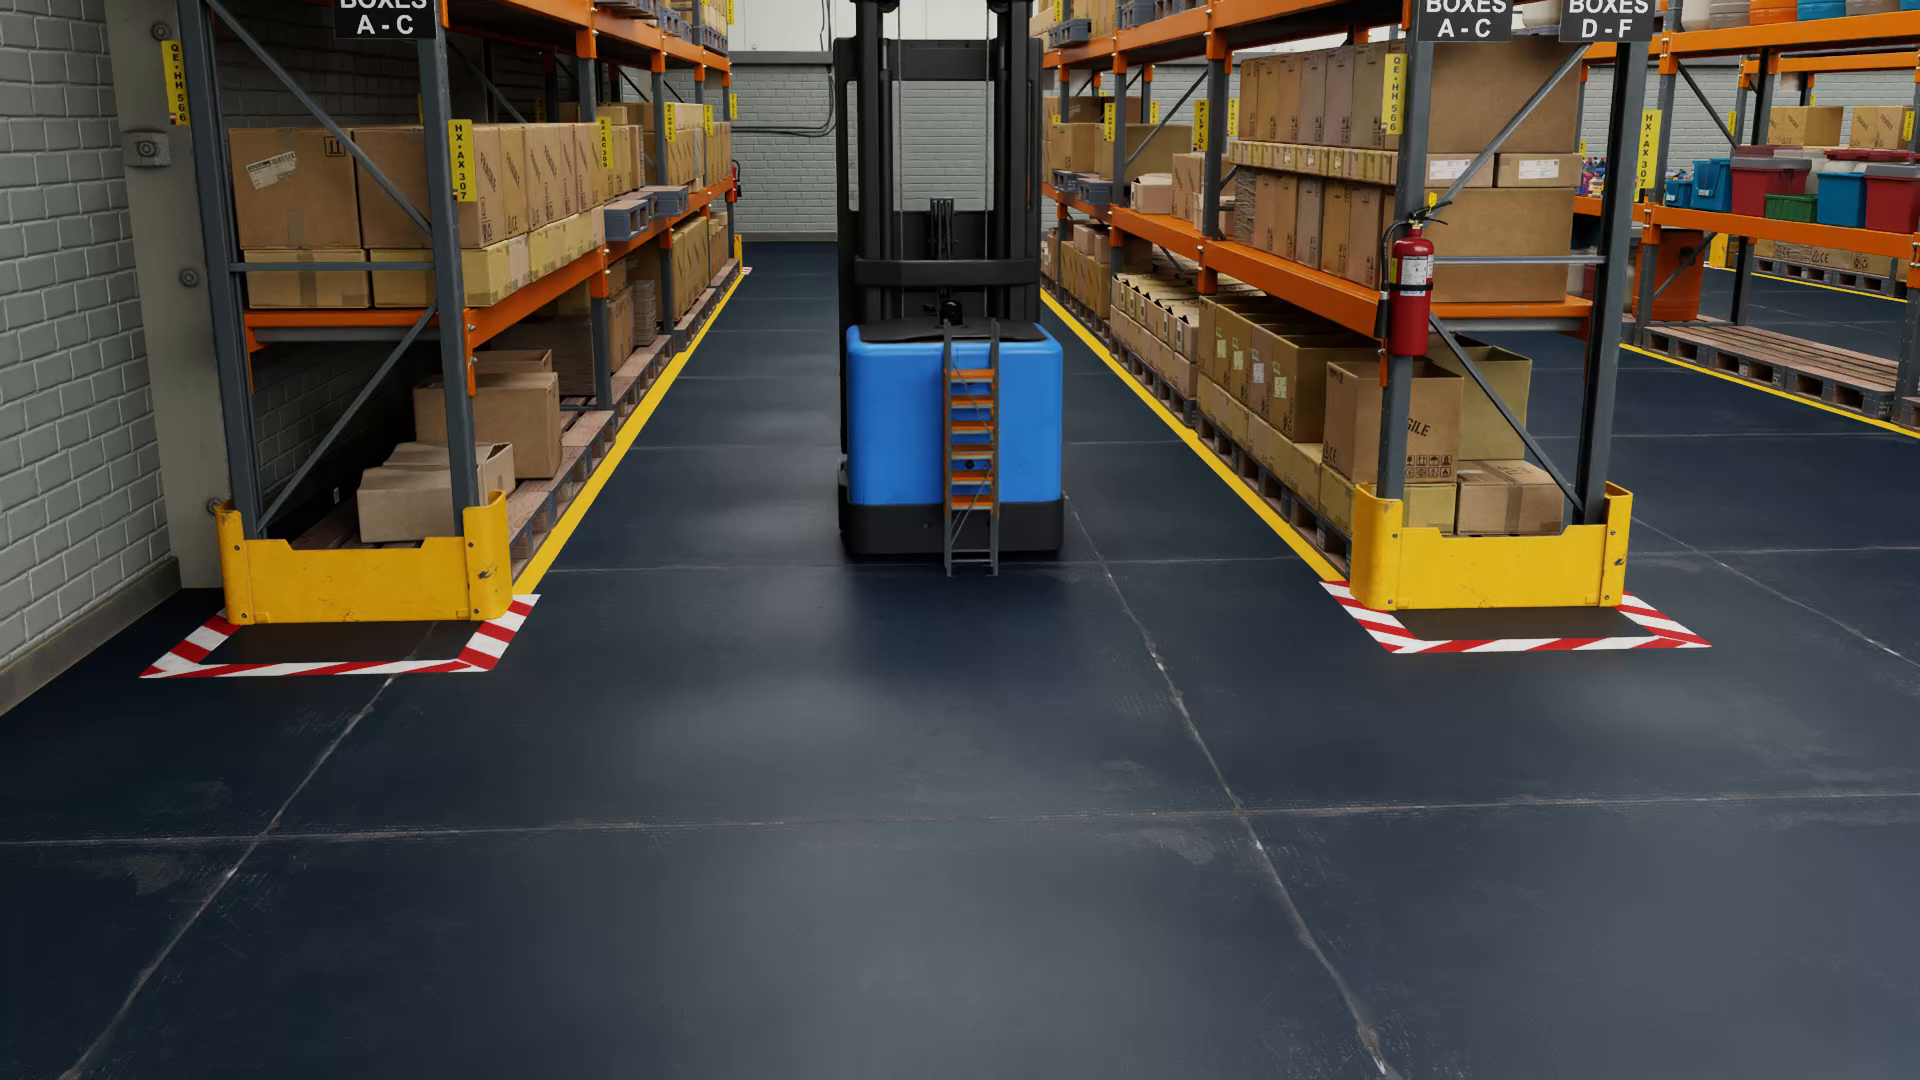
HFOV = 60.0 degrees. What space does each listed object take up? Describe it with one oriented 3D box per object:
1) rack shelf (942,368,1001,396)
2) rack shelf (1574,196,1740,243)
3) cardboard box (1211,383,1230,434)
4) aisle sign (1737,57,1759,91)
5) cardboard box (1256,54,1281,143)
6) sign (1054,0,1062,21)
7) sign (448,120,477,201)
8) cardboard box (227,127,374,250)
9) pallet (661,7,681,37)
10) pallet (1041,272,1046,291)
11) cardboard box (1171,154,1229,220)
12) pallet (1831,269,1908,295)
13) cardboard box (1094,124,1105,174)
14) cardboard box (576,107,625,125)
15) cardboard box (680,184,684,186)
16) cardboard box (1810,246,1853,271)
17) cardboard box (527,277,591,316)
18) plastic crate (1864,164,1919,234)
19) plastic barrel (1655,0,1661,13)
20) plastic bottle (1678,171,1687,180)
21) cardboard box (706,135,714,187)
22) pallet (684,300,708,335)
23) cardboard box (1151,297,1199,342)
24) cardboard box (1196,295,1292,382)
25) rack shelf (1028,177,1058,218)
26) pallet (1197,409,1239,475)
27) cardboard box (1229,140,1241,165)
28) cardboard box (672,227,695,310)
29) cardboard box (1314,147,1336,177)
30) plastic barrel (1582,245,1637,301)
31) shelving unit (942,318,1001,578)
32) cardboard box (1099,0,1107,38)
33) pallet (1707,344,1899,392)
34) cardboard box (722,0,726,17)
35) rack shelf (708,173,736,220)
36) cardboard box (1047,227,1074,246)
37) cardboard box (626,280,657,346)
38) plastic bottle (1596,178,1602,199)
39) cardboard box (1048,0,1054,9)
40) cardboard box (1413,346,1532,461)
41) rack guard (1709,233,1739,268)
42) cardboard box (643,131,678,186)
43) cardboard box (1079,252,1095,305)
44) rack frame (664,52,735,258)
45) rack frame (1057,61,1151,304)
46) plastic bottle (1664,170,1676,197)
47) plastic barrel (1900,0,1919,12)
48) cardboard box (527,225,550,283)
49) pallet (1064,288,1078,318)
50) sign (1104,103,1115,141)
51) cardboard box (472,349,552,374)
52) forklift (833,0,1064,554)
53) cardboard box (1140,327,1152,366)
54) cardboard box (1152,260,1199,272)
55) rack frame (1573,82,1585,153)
[{"bbox_3d":[0.052,-0.733,7.699,0.258,0.103,0.180,-1,14,-4],"label":"rack shelf"},{"bbox_3d":[6.691,-3.414,17.218,1.077,0.370,4.000,-1,14,-3],"label":"rack shelf"},{"bbox_3d":[1.871,-0.822,10.375,0.500,0.250,0.500,-1,14,-3],"label":"cardboard box"},{"bbox_3d":[10.959,-6.603,22.952,0.394,0.787,0.004,-1,14,-3],"label":"aisle sign"},{"bbox_3d":[2.185,-2.635,9.944,0.700,0.500,0.500,-1,14,-4],"label":"cardboard box"},{"bbox_3d":[1.082,-5.877,18.290,0.100,0.325,0.005,-1,14,-3],"label":"sign"},{"bbox_3d":[-2.036,-1.550,6.793,0.100,0.325,0.005,-1,14,-3],"label":"sign"},{"bbox_3d":[-2.818,-1.536,7.233,0.500,0.500,0.500,-1,14,-4],"label":"cardboard box"},{"bbox_3d":[-3.166,-4.632,14.869,1.213,0.211,1.003,0,14,-1],"label":"pallet"},{"bbox_3d":[1.503,-3.308,20.961,1.003,0.211,1.213,-1,14,-3],"label":"pallet"},{"bbox_3d":[1.991,-2.820,13.268,0.500,0.500,0.500,-2,15,-6],"label":"cardboard box"},{"bbox_3d":[11.542,-3.176,20.446,1.003,0.211,1.213,-1,14,-3],"label":"pallet"},{"bbox_3d":[1.794,-3.997,16.999,0.700,0.500,0.500,-5,15,-18],"label":"cardboard box"},{"bbox_3d":[-2.987,-3.522,13.811,0.380,0.149,0.250,-3,15,-13],"label":"cardboard box"},{"bbox_3d":[-2.977,-3.532,16.698,0.380,0.149,0.250,0,14,-2],"label":"cardboard box"},{"bbox_3d":[11.494,-3.899,21.084,0.875,0.875,0.875,-1,14,-3],"label":"cardboard box"},{"bbox_3d":[-2.918,-1.775,12.033,0.500,0.250,0.500,-1,14,-5],"label":"cardboard box"},{"bbox_3d":[6.728,-2.417,11.770,0.402,0.464,0.583,-1,14,-3],"label":"plastic crate"},{"bbox_3d":[6.603,-5.118,15.814,0.301,0.262,0.301,0,14,0],"label":"plastic barrel"},{"bbox_3d":[7.042,-3.458,16.206,0.097,0.271,0.097,0,14,0],"label":"plastic bottle"},{"bbox_3d":[-3.338,-4.387,18.955,0.980,0.700,0.700,-1,14,-3],"label":"cardboard box"},{"bbox_3d":[-3.119,-2.261,16.891,1.003,0.211,1.213,-1,14,-3],"label":"pallet"},{"bbox_3d":[1.741,-1.687,12.615,0.500,0.311,0.500,-1,14,-4],"label":"cardboard box"},{"bbox_3d":[1.835,-1.309,10.765,0.500,0.500,0.500,-1,14,-3],"label":"cardboard box"},{"bbox_3d":[1.499,-4.333,20.791,1.077,0.370,4.000,-1,14,-3],"label":"rack shelf"},{"bbox_3d":[2.126,-0.645,10.611,1.003,0.211,1.213,-1,14,-3],"label":"pallet"},{"bbox_3d":[1.942,-2.487,10.670,0.380,0.149,0.250,-1,14,-4],"label":"cardboard box"},{"bbox_3d":[-3.035,-2.677,16.382,0.750,0.750,0.750,-1,14,-4],"label":"cardboard box"},{"bbox_3d":[2.071,-1.976,8.685,0.380,0.149,0.250,0,14,-2],"label":"cardboard box"},{"bbox_3d":[6.698,-2.702,17.006,0.600,0.588,0.708,-1,14,-3],"label":"plastic barrel"},{"bbox_3d":[0.052,-0.427,7.778,0.258,1.200,0.189,-1,14,-4],"label":"shelving unit"},{"bbox_3d":[1.779,-4.925,15.428,0.910,0.500,0.500,-1,14,-3],"label":"cardboard box"},{"bbox_3d":[6.897,-1.418,13.615,1.003,0.211,1.213,-1,14,-3],"label":"pallet"},{"bbox_3d":[-3.251,-6.918,21.129,0.500,0.500,0.500,-1,14,-4],"label":"cardboard box"},{"bbox_3d":[-3.444,-4.255,20.490,1.077,0.370,4.000,-1,14,-3],"label":"rack shelf"},{"bbox_3d":[1.502,-3.655,20.840,0.797,0.503,0.637,-1,14,-3],"label":"cardboard box"},{"bbox_3d":[-2.976,-1.936,14.164,0.700,0.500,0.500,-1,14,-3],"label":"cardboard box"},{"bbox_3d":[6.331,-3.470,16.391,0.097,0.201,0.097,0,14,0],"label":"plastic bottle"},{"bbox_3d":[1.446,-6.662,20.174,0.700,0.500,0.500,-1,14,-3],"label":"cardboard box"},{"bbox_3d":[2.523,-0.696,8.380,0.500,0.500,0.500,-1,14,-3],"label":"cardboard box"},{"bbox_3d":[11.262,-4.126,23.560,1.175,0.500,0.348,-1,14,-3],"label":"rack guard"},{"bbox_3d":[-2.847,-3.439,15.033,0.500,0.500,0.500,0,14,-2],"label":"cardboard box"},{"bbox_3d":[1.509,-2.680,17.055,0.500,0.500,0.500,-1,14,-6],"label":"cardboard box"},{"bbox_3d":[-3.568,-5.101,22.333,1.000,3.000,0.127,-1,14,-3],"label":"rack frame"},{"bbox_3d":[1.623,-4.184,18.768,1.000,3.000,0.127,-1,14,-3],"label":"rack frame"},{"bbox_3d":[7.080,-3.550,16.562,0.097,0.271,0.097,0,14,0],"label":"plastic bottle"},{"bbox_3d":[6.815,-4.088,11.371,0.600,0.901,0.708,-1,14,-3],"label":"plastic barrel"},{"bbox_3d":[-2.362,-1.441,8.368,0.500,0.250,0.500,-1,14,-4],"label":"cardboard box"},{"bbox_3d":[1.712,-2.632,18.331,1.003,0.211,1.213,-1,14,-3],"label":"pallet"},{"bbox_3d":[1.330,-3.701,14.725,0.100,0.325,0.005,-1,14,-3],"label":"sign"},{"bbox_3d":[-2.721,-0.862,9.990,0.500,0.500,0.500,-2,15,-8],"label":"cardboard box"},{"bbox_3d":[-0.131,-1.665,9.117,1.130,2.935,3.031,-1,14,-4],"label":"forklift"},{"bbox_3d":[1.712,-1.544,13.184,0.500,0.250,0.500,-1,14,-2],"label":"cardboard box"},{"bbox_3d":[2.090,-2.439,16.121,0.500,0.500,0.500,-1,14,-5],"label":"cardboard box"},{"bbox_3d":[6.567,-4.259,19.061,1.000,3.000,0.127,-1,14,-3],"label":"rack frame"}]
